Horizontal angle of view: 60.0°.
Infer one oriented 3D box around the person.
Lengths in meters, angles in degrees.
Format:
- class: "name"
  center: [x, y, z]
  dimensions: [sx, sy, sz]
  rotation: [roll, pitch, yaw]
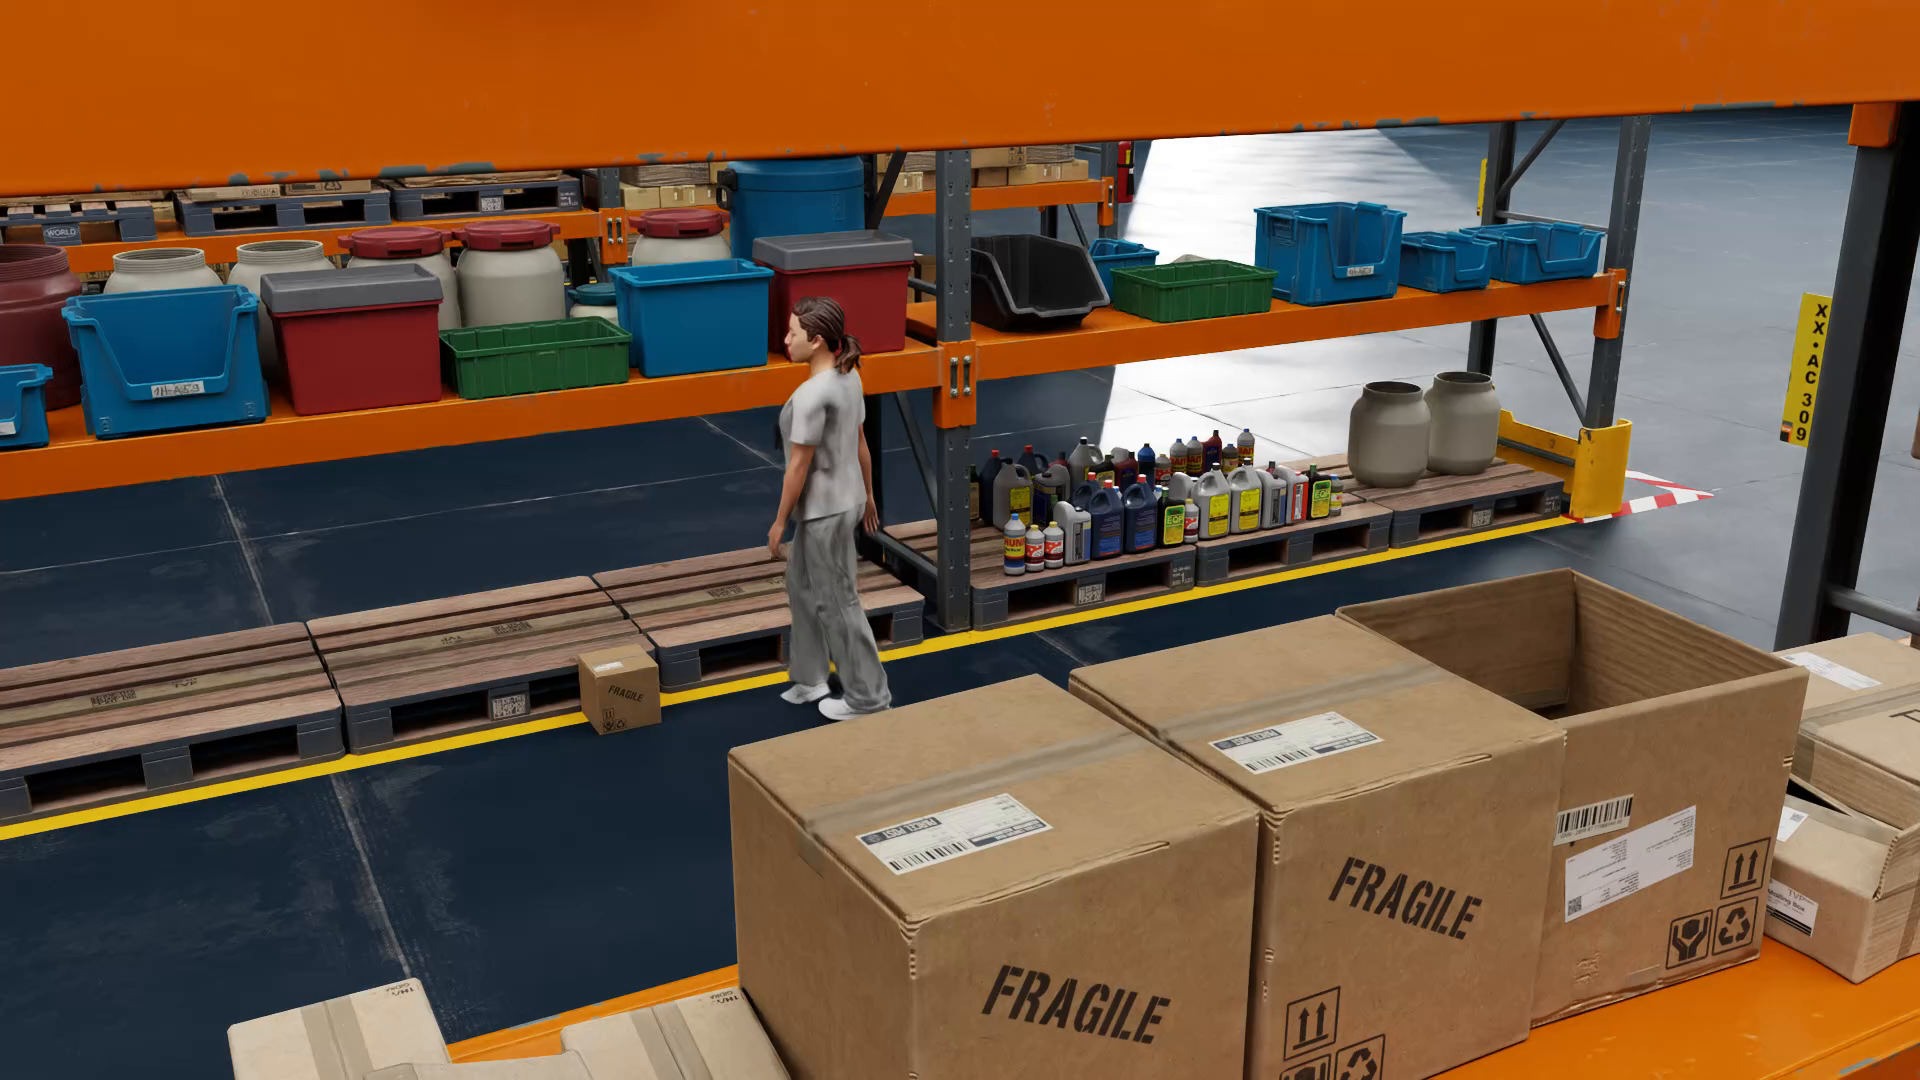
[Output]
- class: "person"
  center: [-0.524, -0.073, 6.334]
  dimensions: [0.557, 1.727, 0.489]
  rotation: [5, 19, 16]
